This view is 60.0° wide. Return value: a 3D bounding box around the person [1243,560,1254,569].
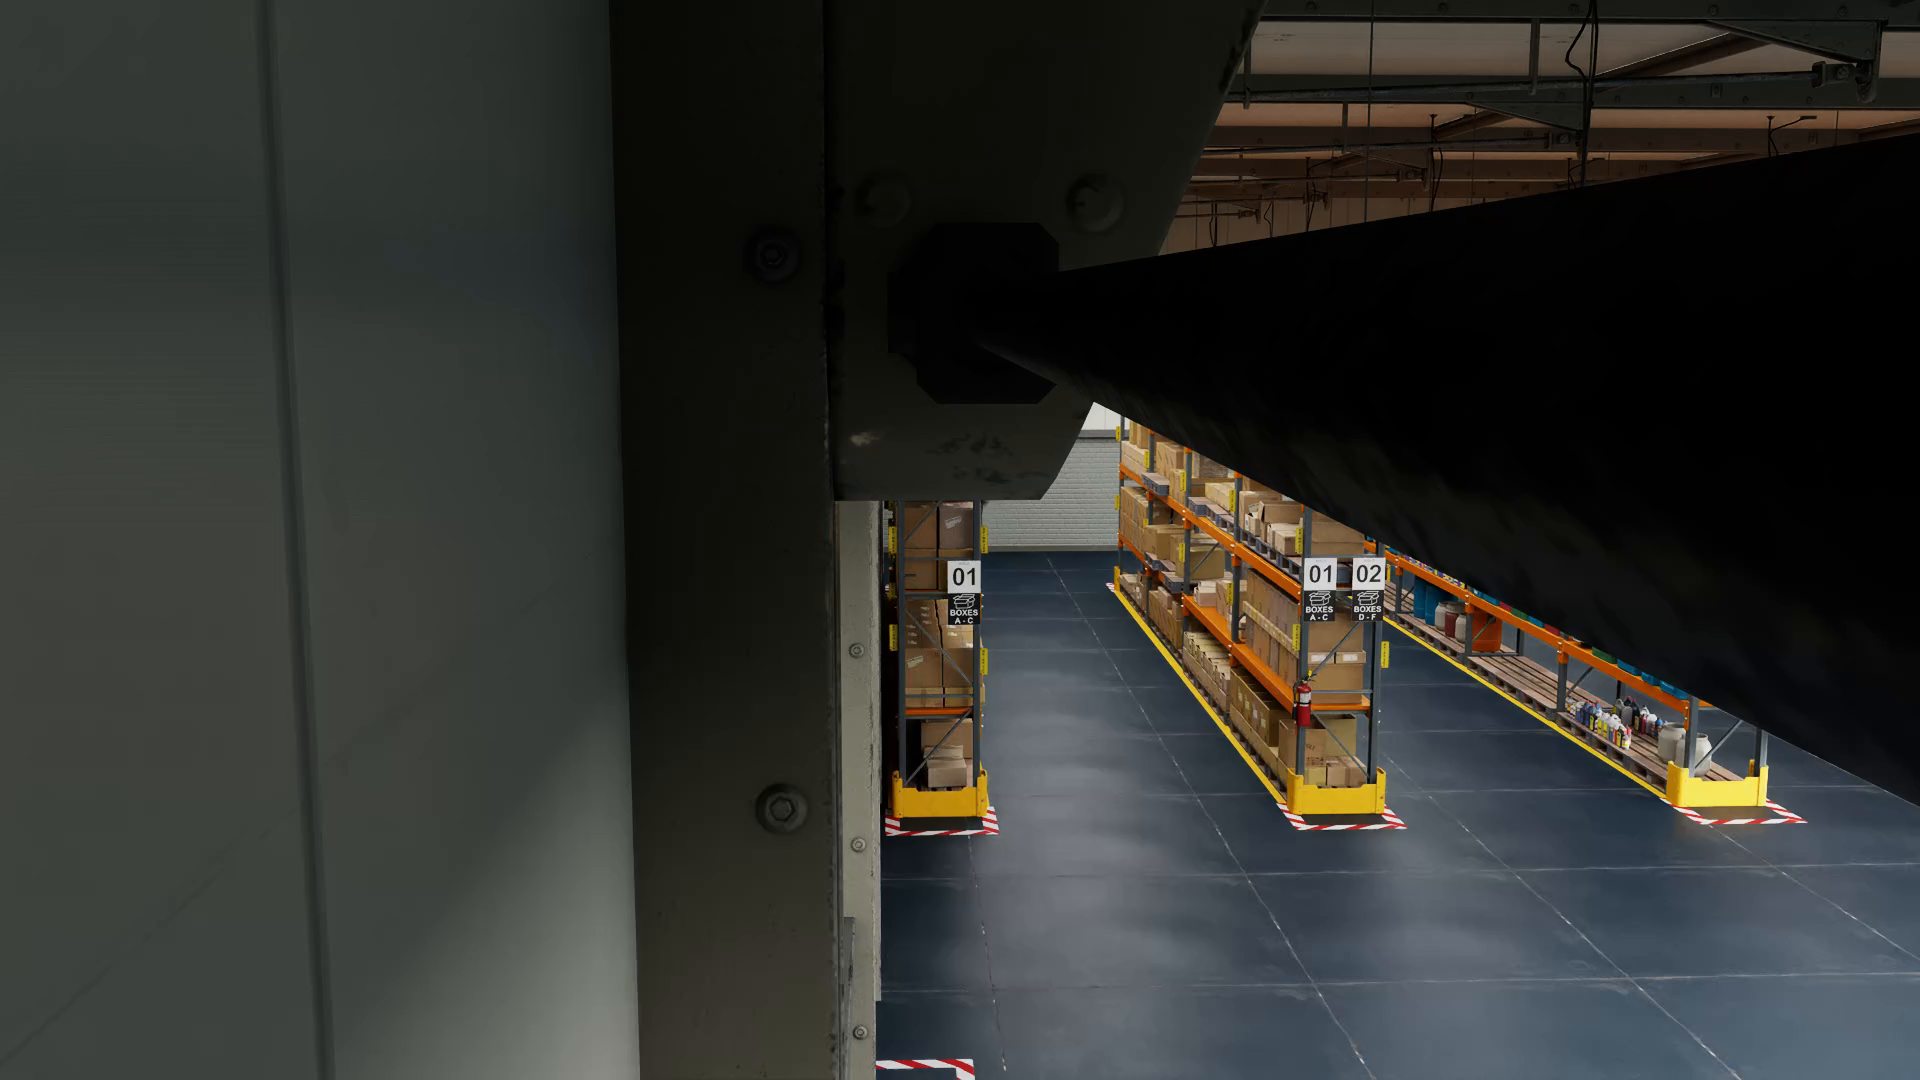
[{"bbox_3d":[6.082,0.646,33.569,0.686,1.694,0.999,-1,8,-10],"label":"person"}]
